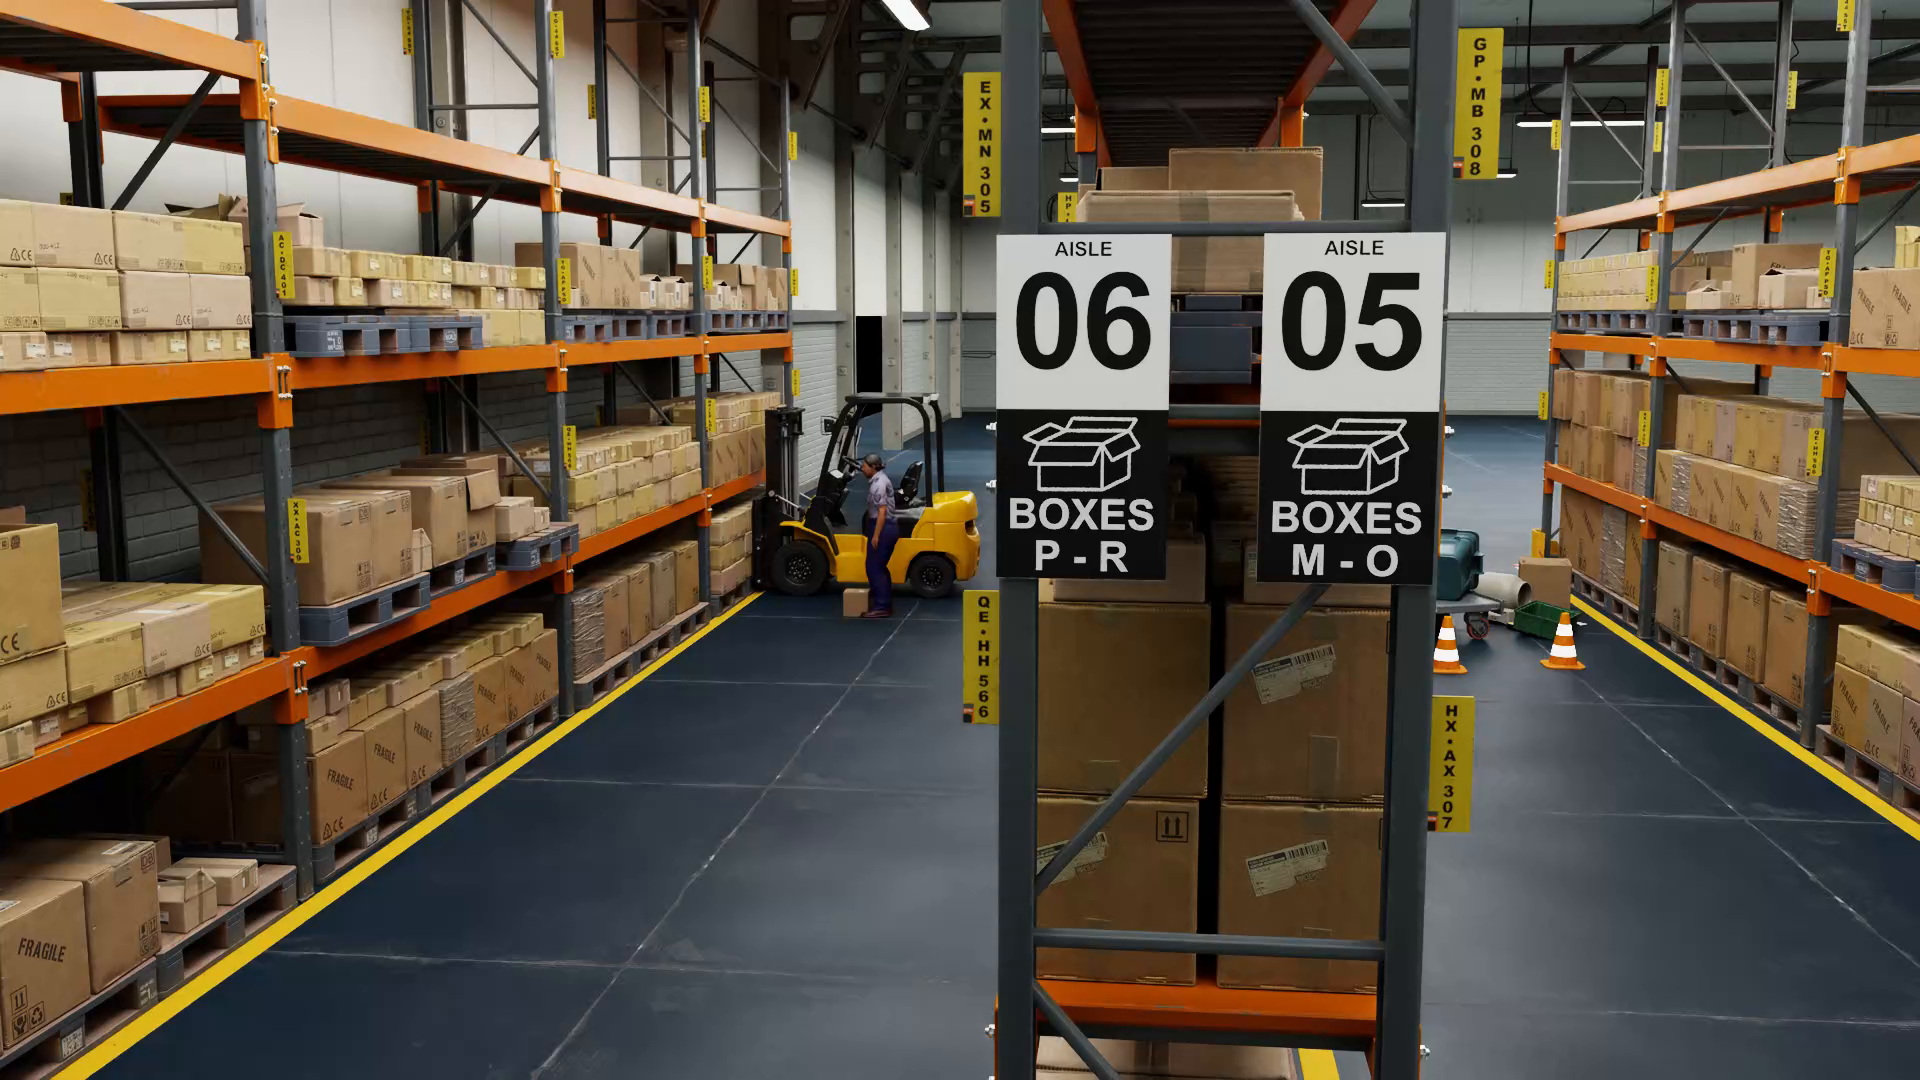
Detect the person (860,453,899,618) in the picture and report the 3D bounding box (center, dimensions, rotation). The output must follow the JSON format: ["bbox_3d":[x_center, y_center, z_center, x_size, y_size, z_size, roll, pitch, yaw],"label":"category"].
[{"bbox_3d":[-0.807,-0.057,16.753,0.373,1.650,0.547,1,8,4],"label":"person"}]
